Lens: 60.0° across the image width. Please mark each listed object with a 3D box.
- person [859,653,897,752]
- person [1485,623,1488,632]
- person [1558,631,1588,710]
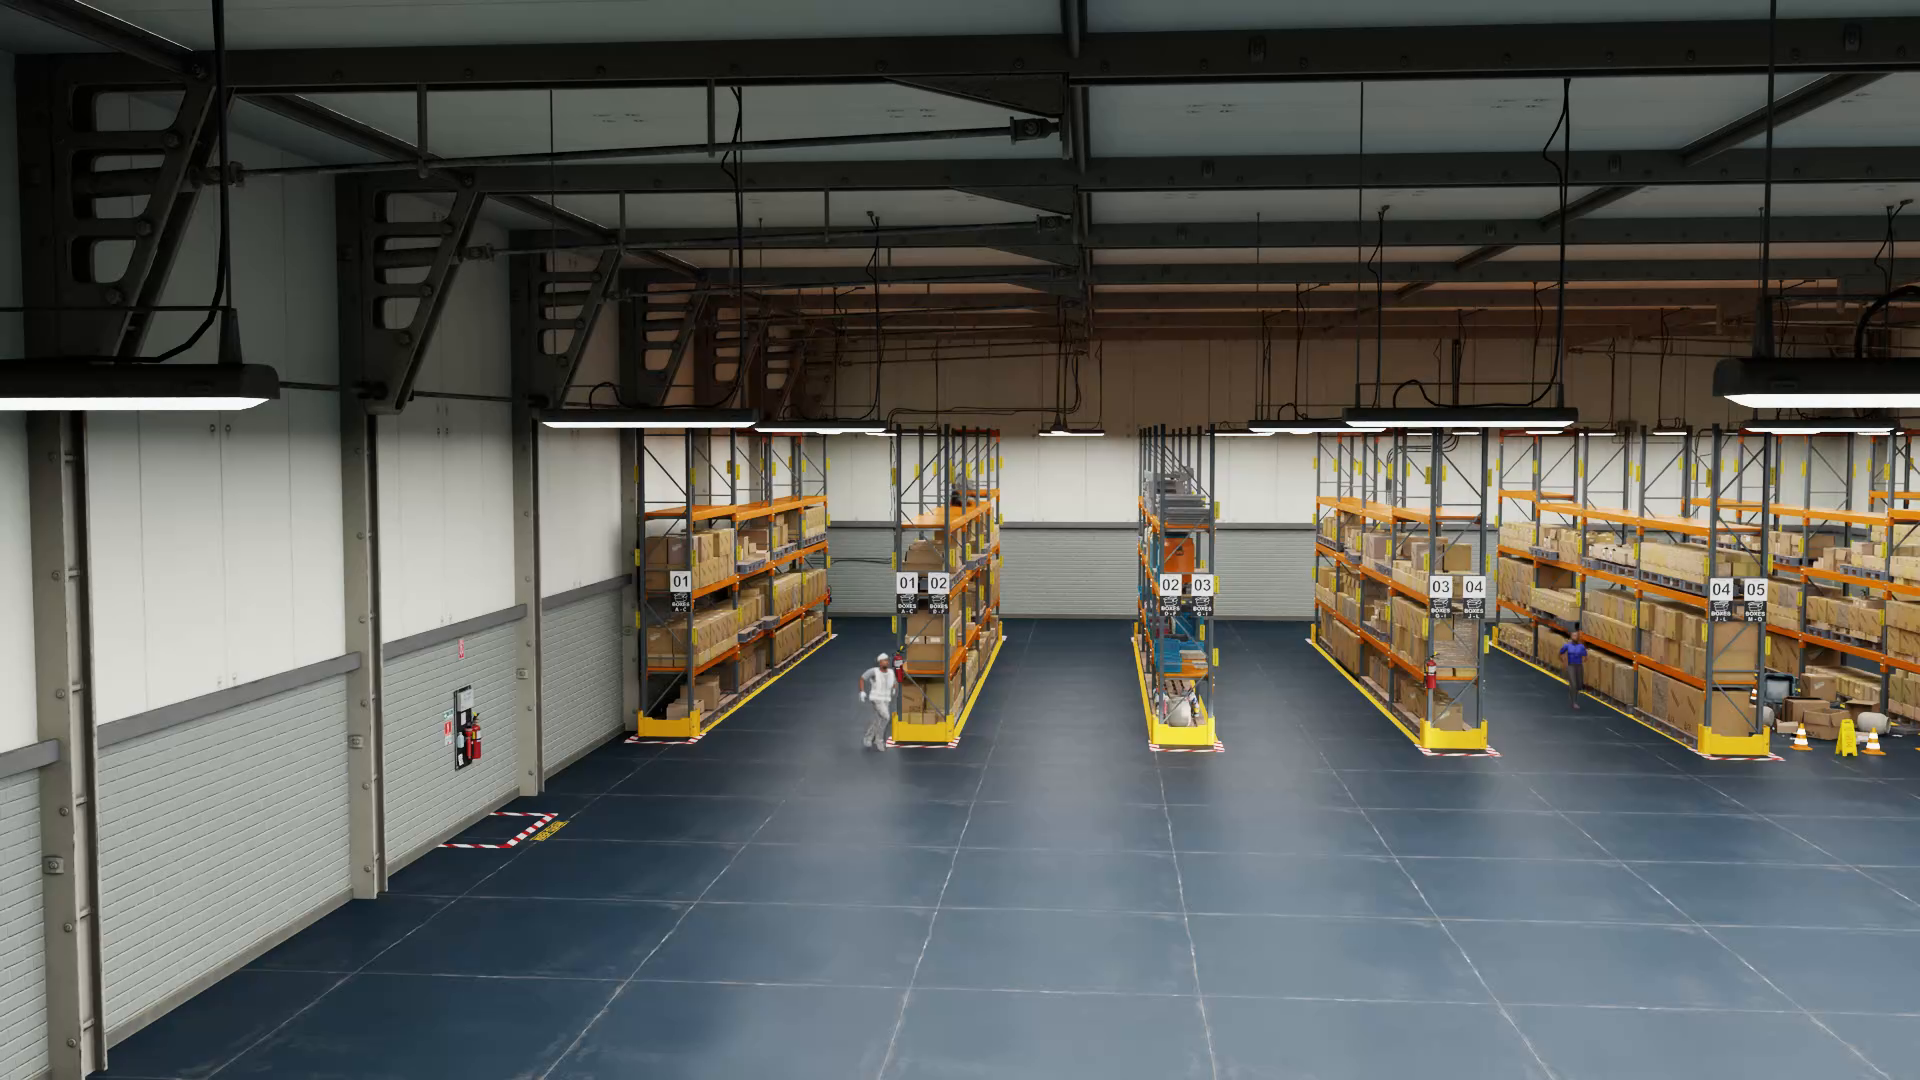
[{"bbox_3d":[-1.444,2.969,30.631,0.701,1.744,0.684,-3,5,-44],"label":"person"},{"bbox_3d":[12.424,2.435,40.168,0.606,1.749,0.759,0,3,-2],"label":"person"},{"bbox_3d":[13.060,2.753,35.387,0.588,1.623,0.815,0,3,1],"label":"person"}]
